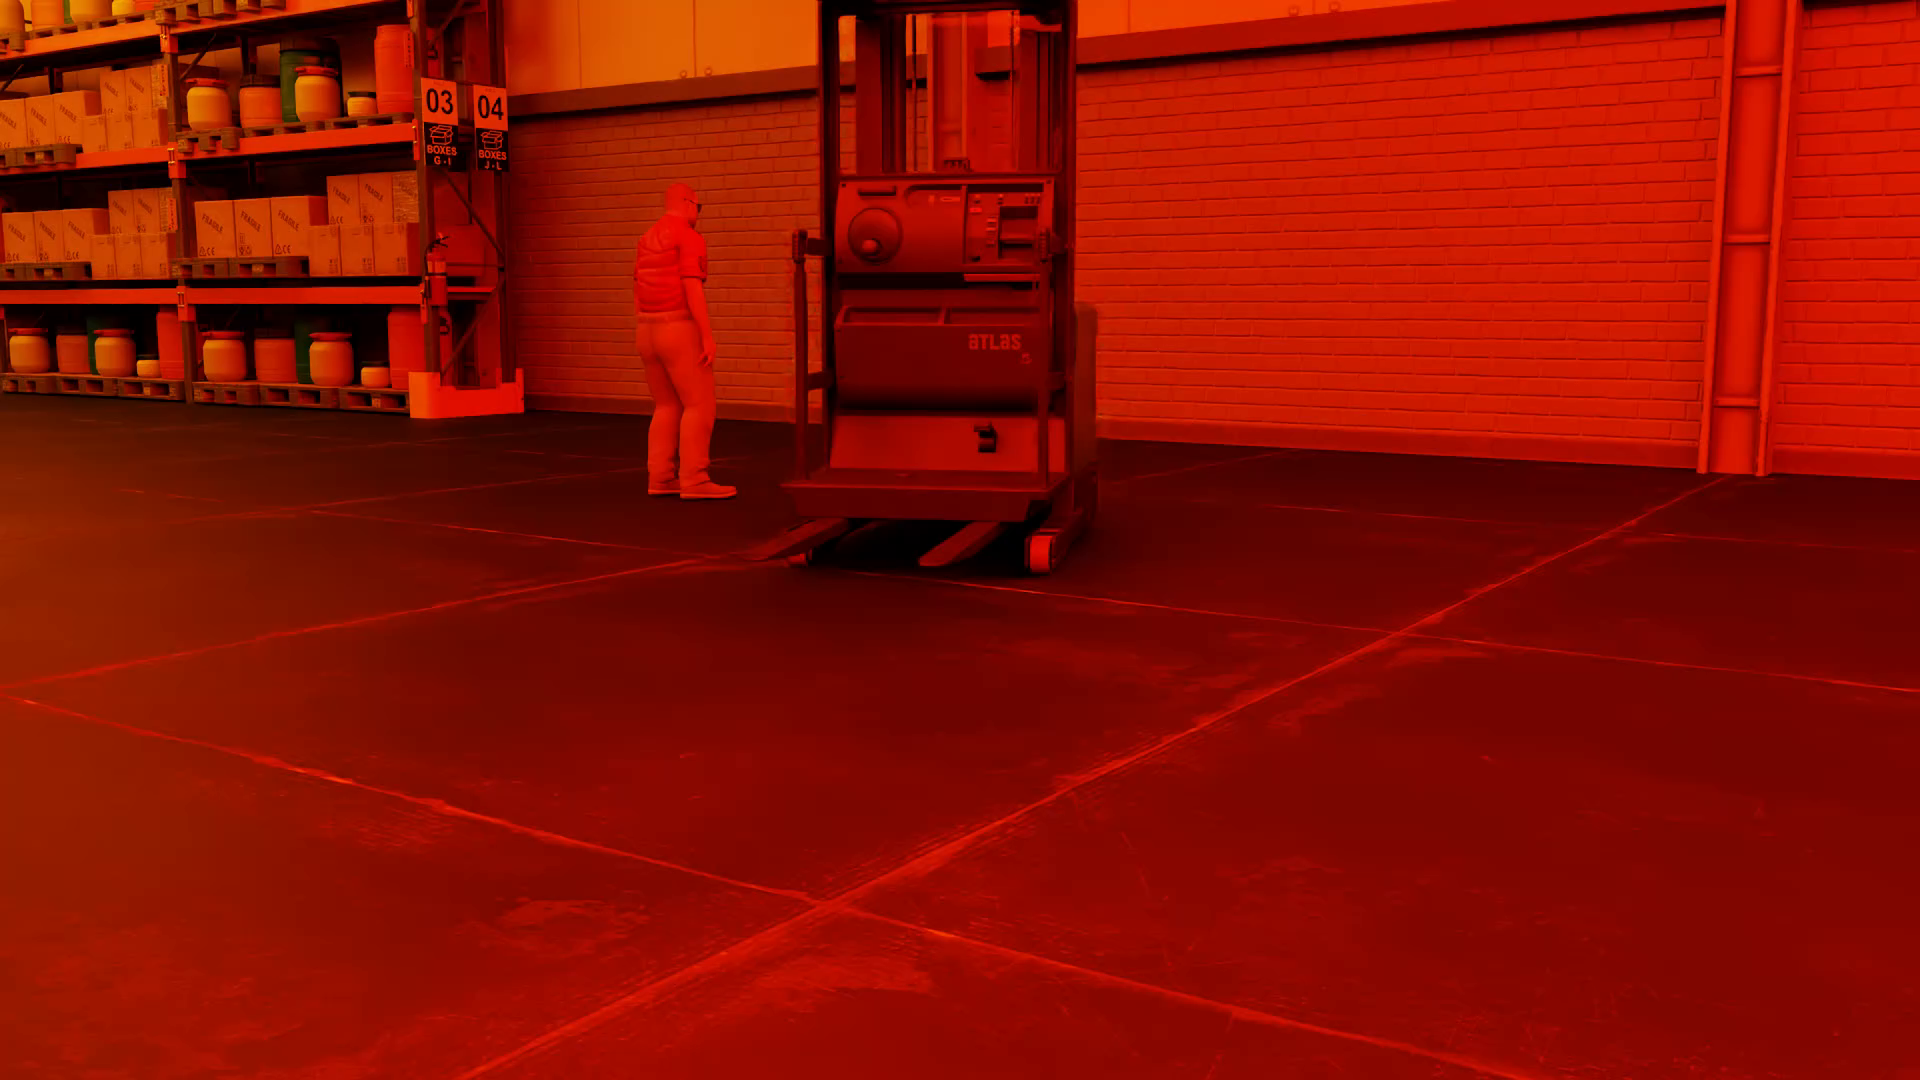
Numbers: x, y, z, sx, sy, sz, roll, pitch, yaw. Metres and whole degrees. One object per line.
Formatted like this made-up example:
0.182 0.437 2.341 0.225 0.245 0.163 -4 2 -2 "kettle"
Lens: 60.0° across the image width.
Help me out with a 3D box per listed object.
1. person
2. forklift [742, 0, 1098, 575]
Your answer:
-1.561 -1.099 9.199 0.589 1.725 0.396 8 11 44 "person"
-0.106 -1.366 6.796 1.130 2.935 3.031 2 8 11 "forklift"
